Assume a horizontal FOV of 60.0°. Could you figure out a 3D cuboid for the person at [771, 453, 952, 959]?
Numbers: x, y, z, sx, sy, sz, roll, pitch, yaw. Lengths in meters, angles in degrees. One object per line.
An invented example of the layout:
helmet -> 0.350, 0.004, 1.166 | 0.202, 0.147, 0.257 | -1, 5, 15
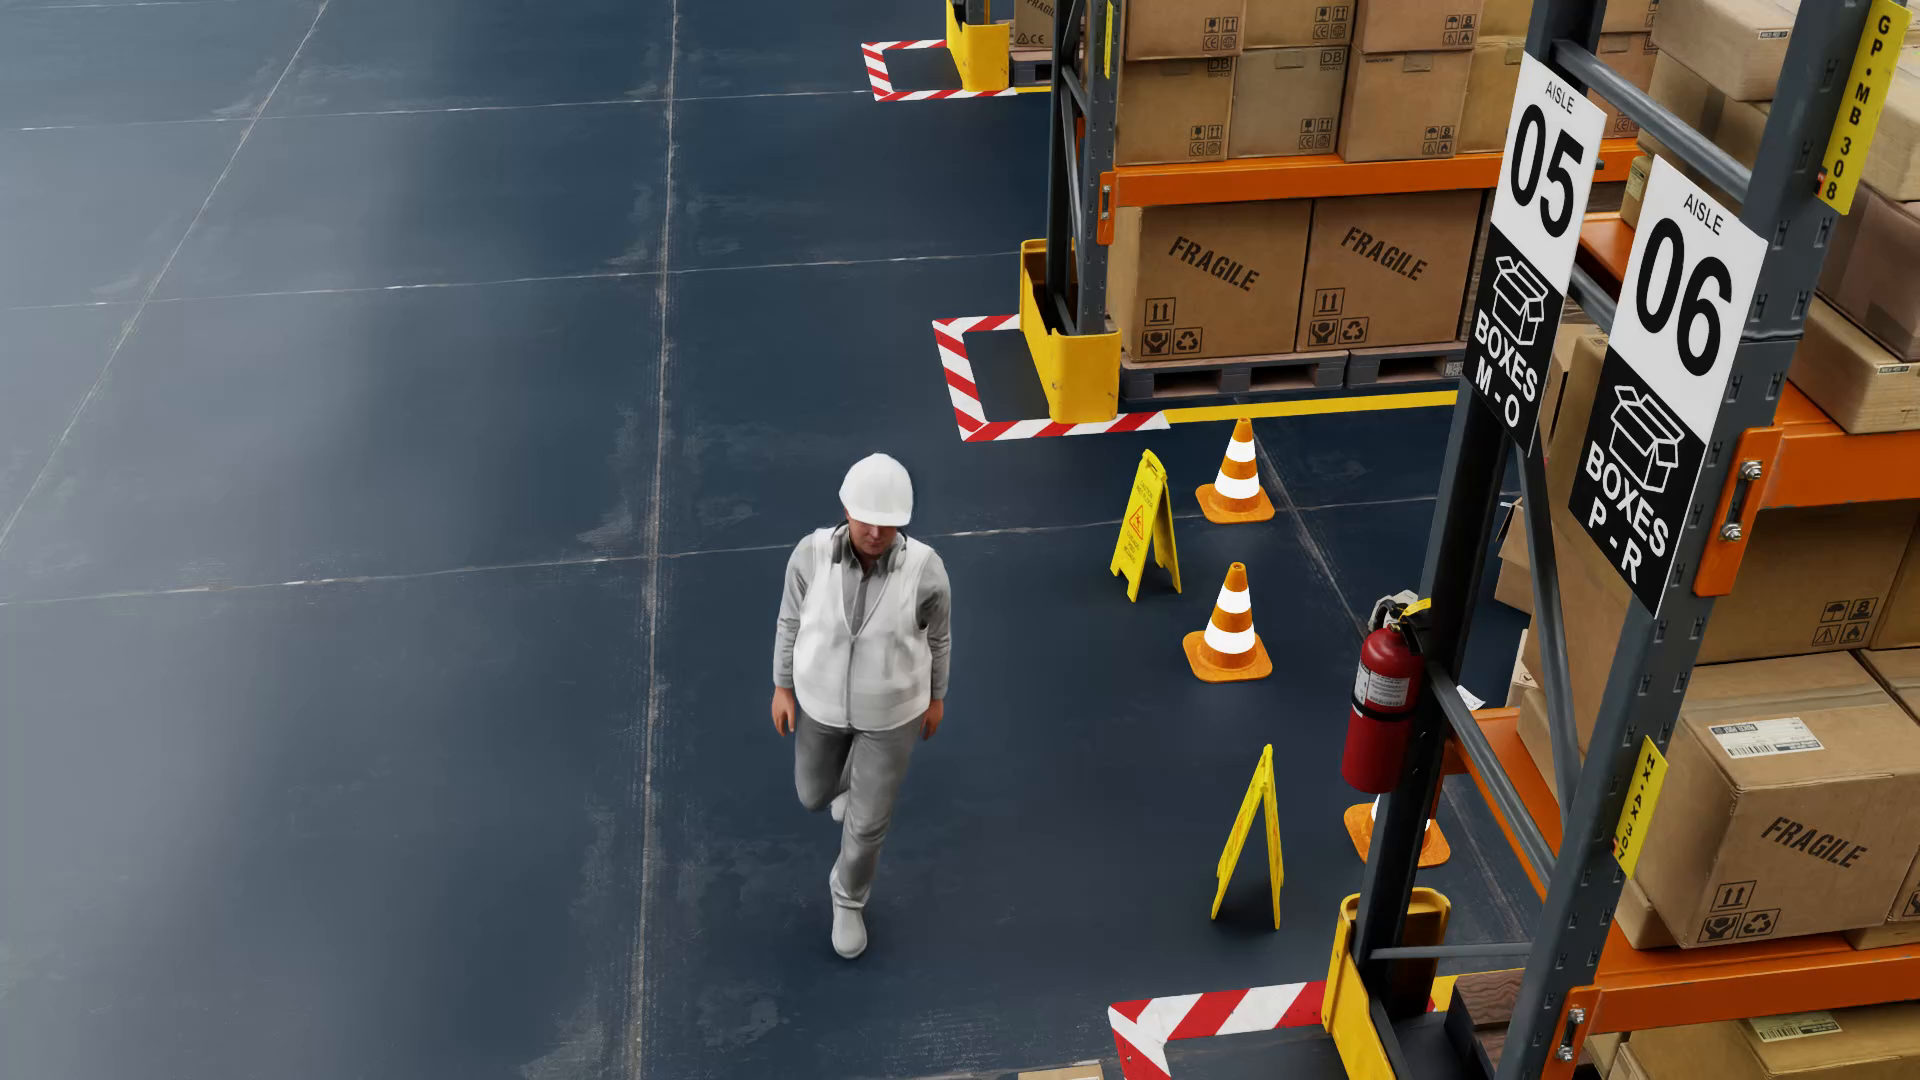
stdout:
person -> -0.320, 0.485, 5.406 | 0.584, 1.741, 0.796 | 6, 35, 9
